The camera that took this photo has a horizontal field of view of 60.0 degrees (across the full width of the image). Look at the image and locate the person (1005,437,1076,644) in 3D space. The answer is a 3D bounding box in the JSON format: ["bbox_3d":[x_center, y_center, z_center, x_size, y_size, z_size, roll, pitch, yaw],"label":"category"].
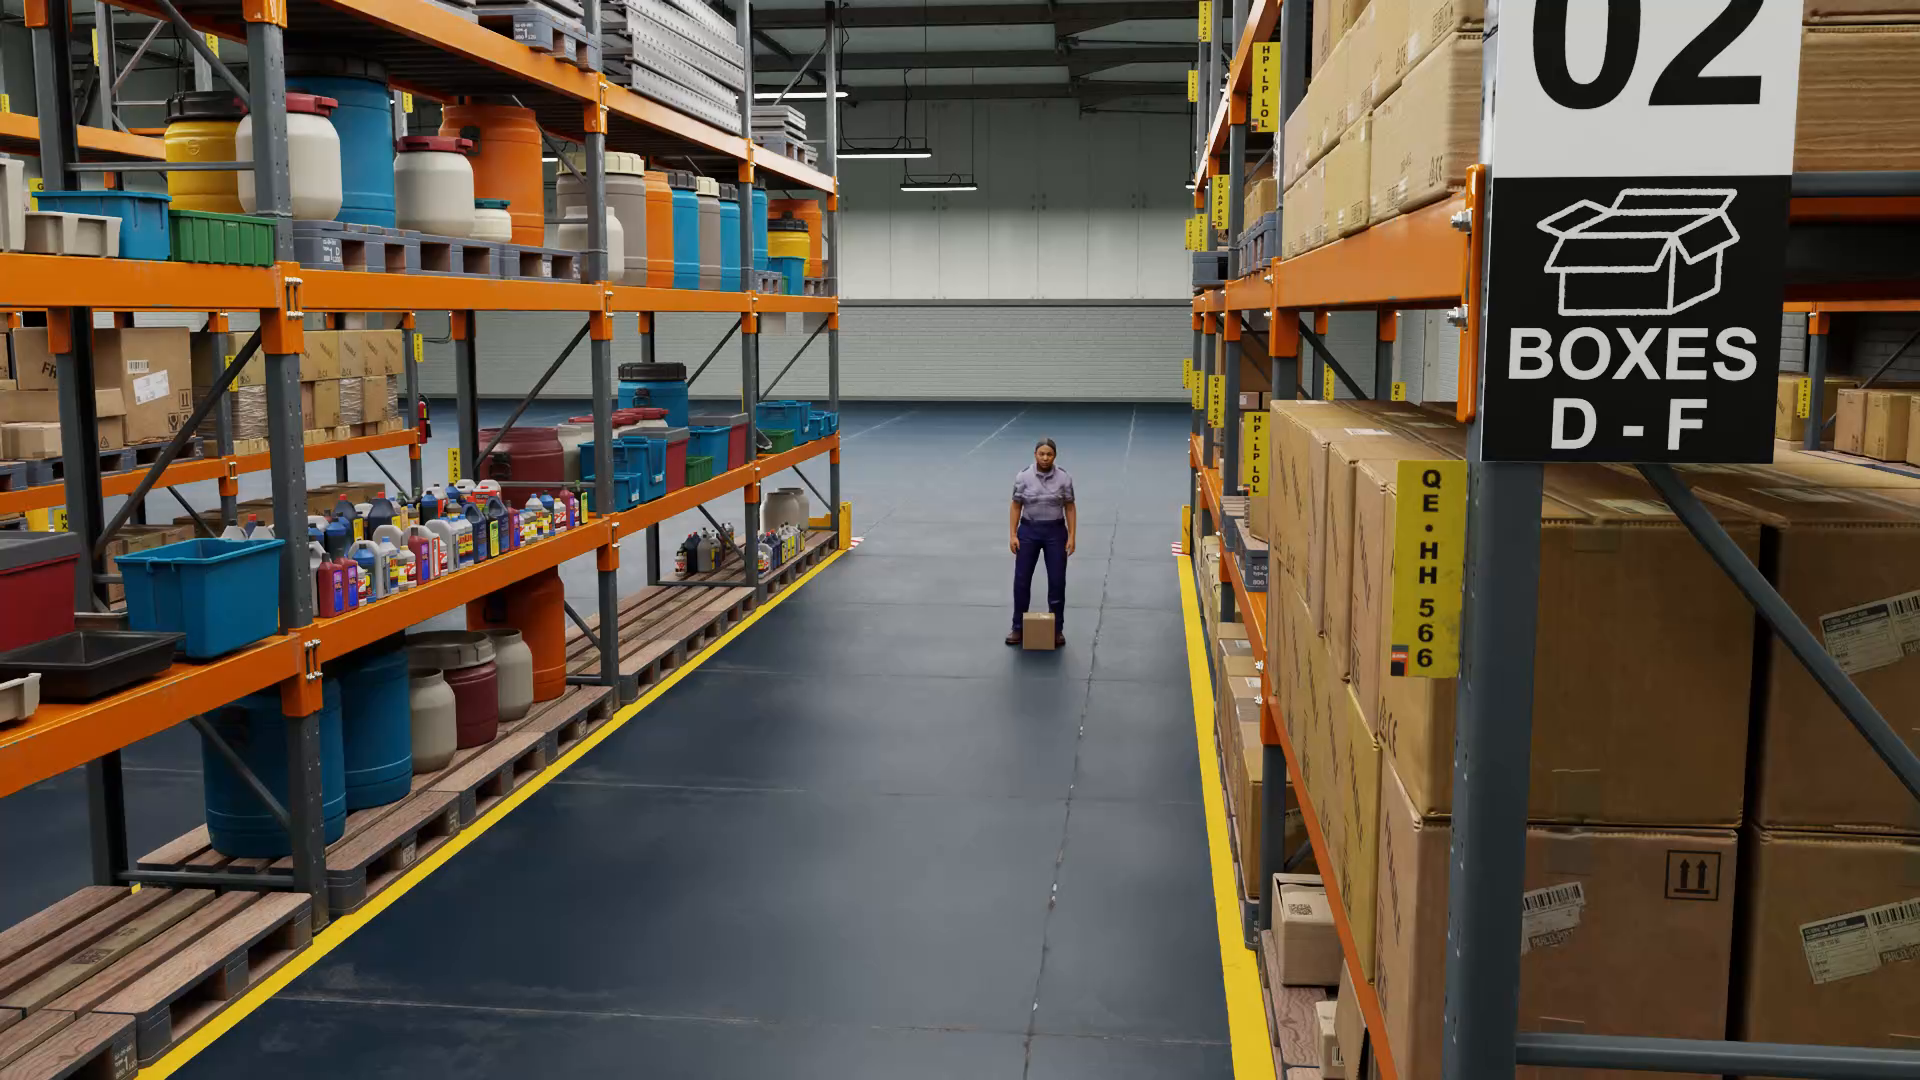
[{"bbox_3d":[0.650,0.005,13.343,0.563,1.638,0.361,0,8,3],"label":"person"}]
